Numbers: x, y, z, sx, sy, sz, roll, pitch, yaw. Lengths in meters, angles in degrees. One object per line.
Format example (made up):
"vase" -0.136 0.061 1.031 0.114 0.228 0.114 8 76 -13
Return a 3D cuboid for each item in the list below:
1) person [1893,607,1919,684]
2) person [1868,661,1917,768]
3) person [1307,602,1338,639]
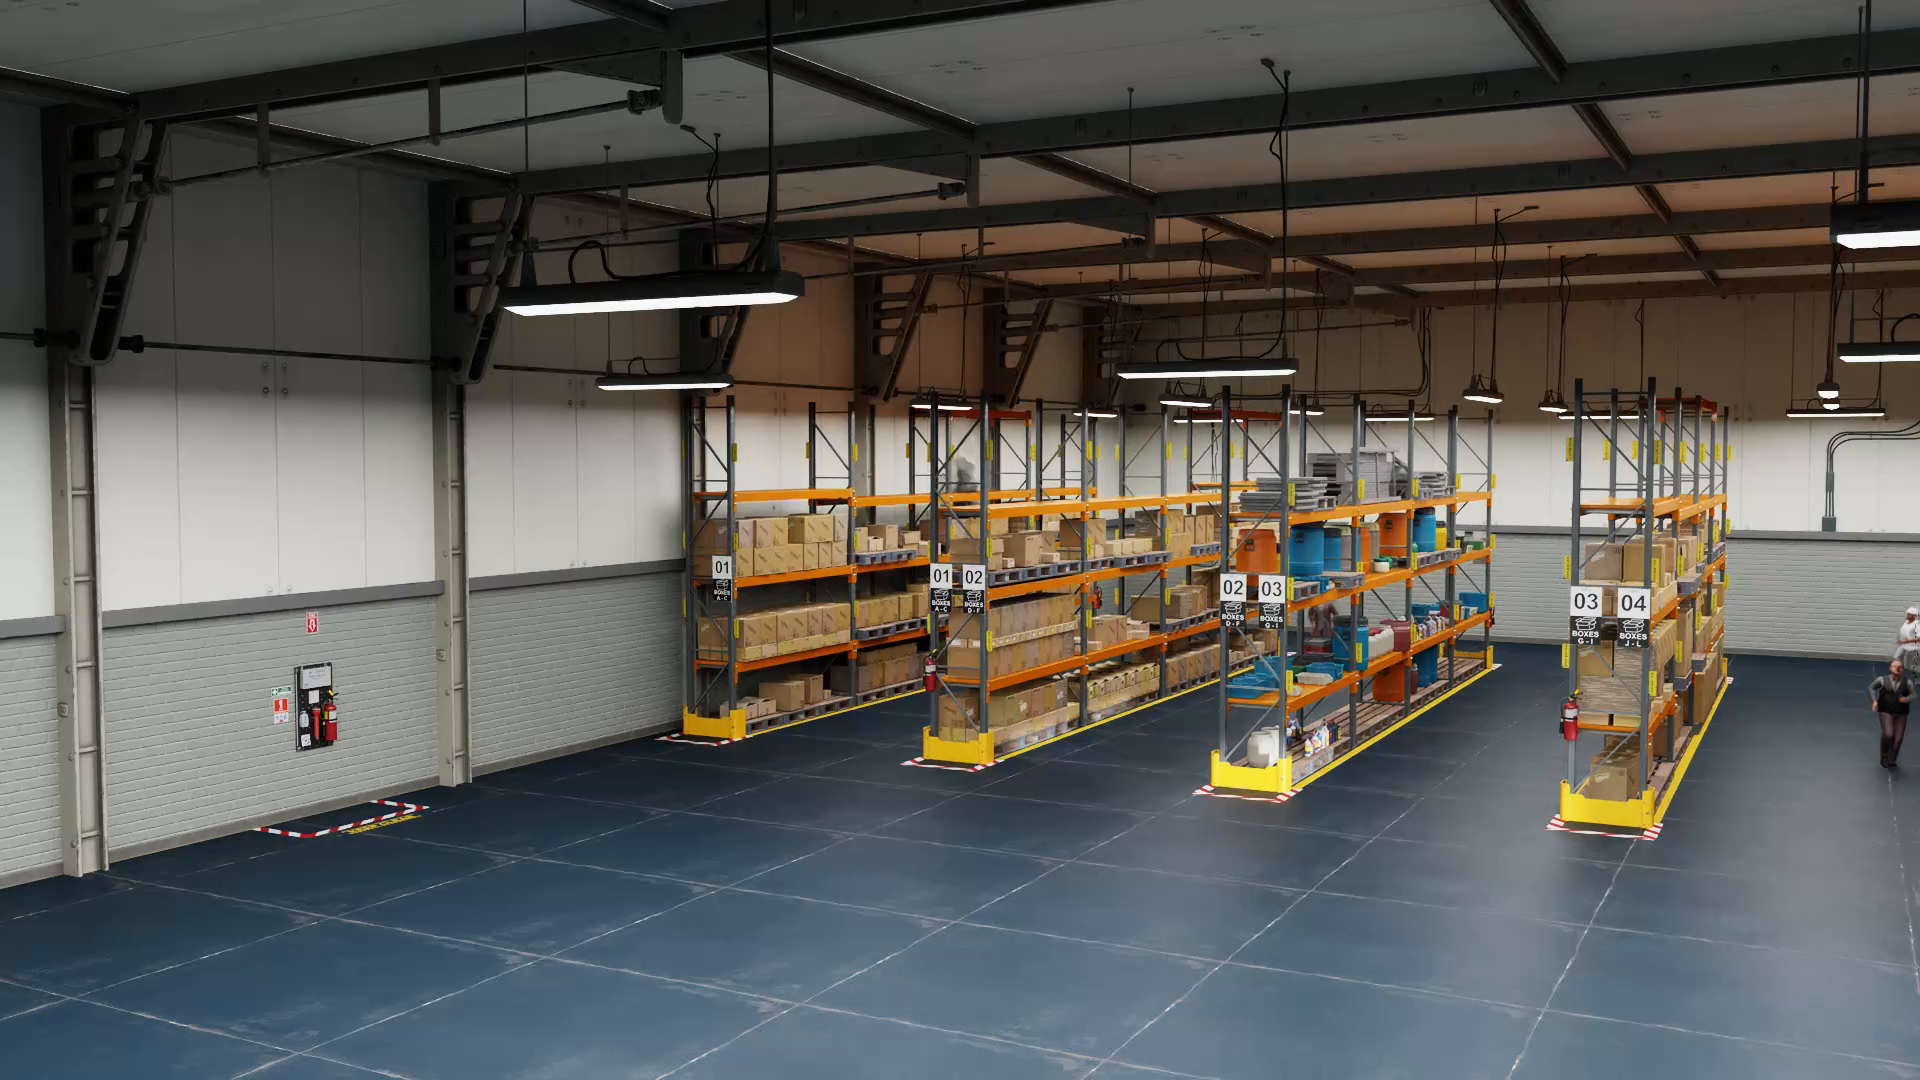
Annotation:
"person" 20.150 2.292 35.230 0.871 1.749 0.738 0 3 0
"person" 14.732 2.760 26.238 0.644 1.698 0.642 1 3 18
"person" 8.495 2.086 39.039 0.717 1.726 0.616 1 3 23
